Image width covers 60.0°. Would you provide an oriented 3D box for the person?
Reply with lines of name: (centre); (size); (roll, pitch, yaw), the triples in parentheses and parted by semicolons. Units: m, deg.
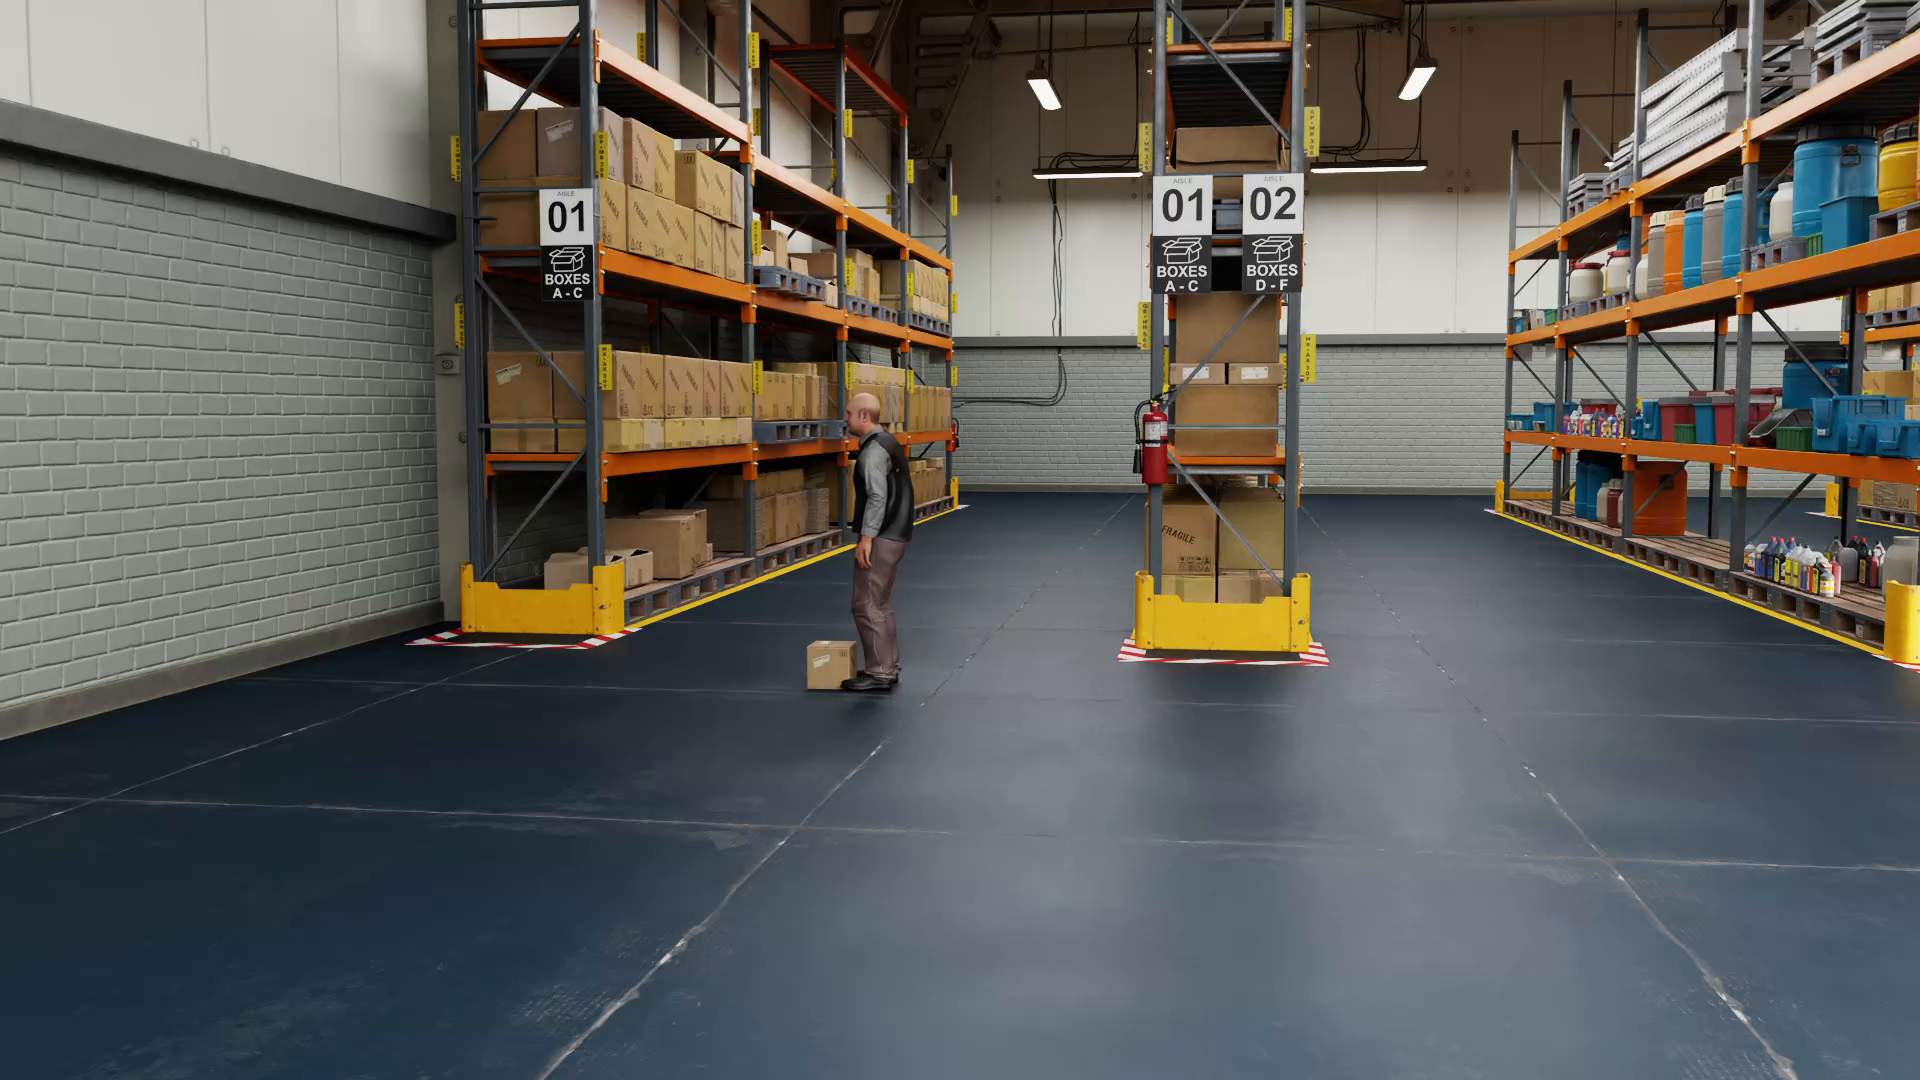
person: (-0.476, 0.006, 9.704); (0.418, 1.721, 0.594); (0, 4, 5)
